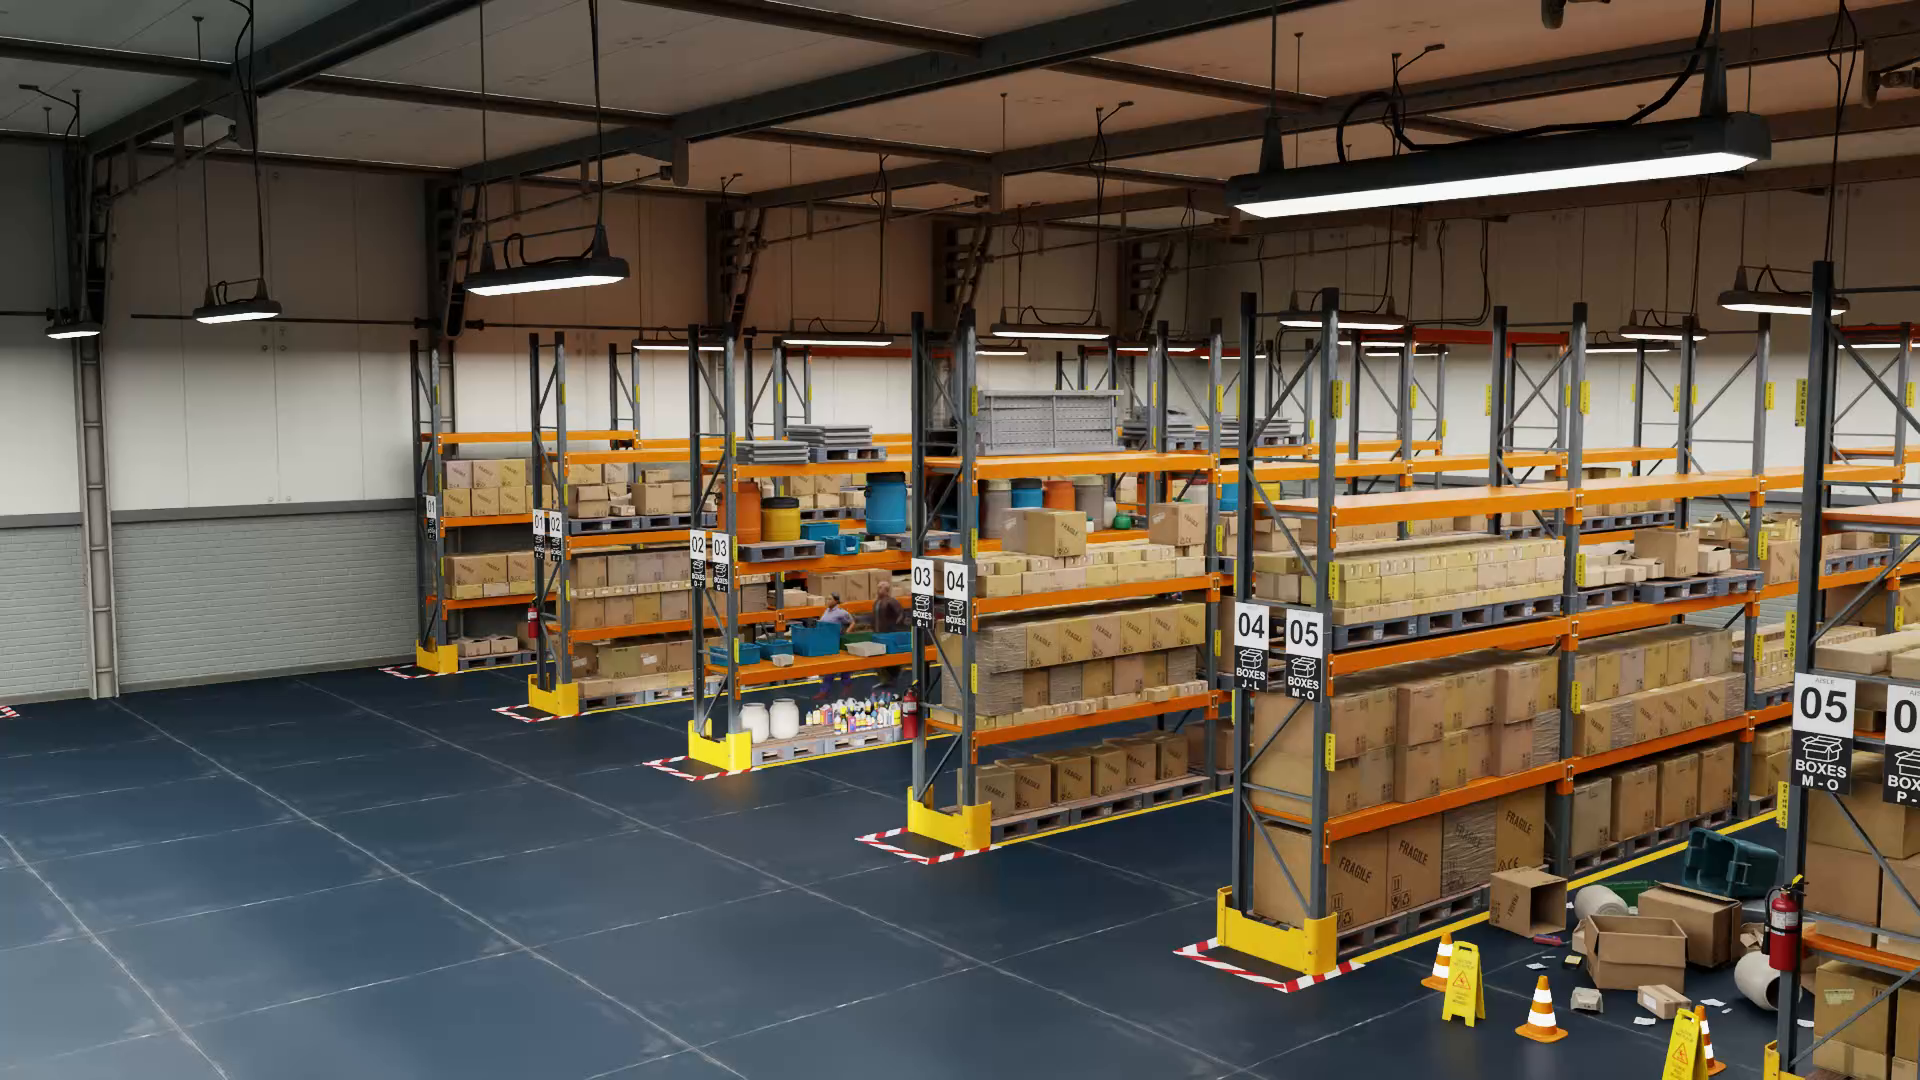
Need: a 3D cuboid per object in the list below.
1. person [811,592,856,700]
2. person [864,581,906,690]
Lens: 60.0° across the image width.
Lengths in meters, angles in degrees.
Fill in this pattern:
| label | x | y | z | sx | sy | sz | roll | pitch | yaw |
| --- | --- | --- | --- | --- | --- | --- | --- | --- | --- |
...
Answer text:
| label | x | y | z | sx | sy | sz | roll | pitch | yaw |
| --- | --- | --- | --- | --- | --- | --- | --- | --- | --- |
| person | -1.985 | 1.667 | 25.961 | 0.879 | 1.680 | 0.609 | -4 | 7 | -38 |
| person | -1.212 | 1.576 | 26.773 | 0.600 | 1.669 | 0.746 | -4 | 7 | -37 |
